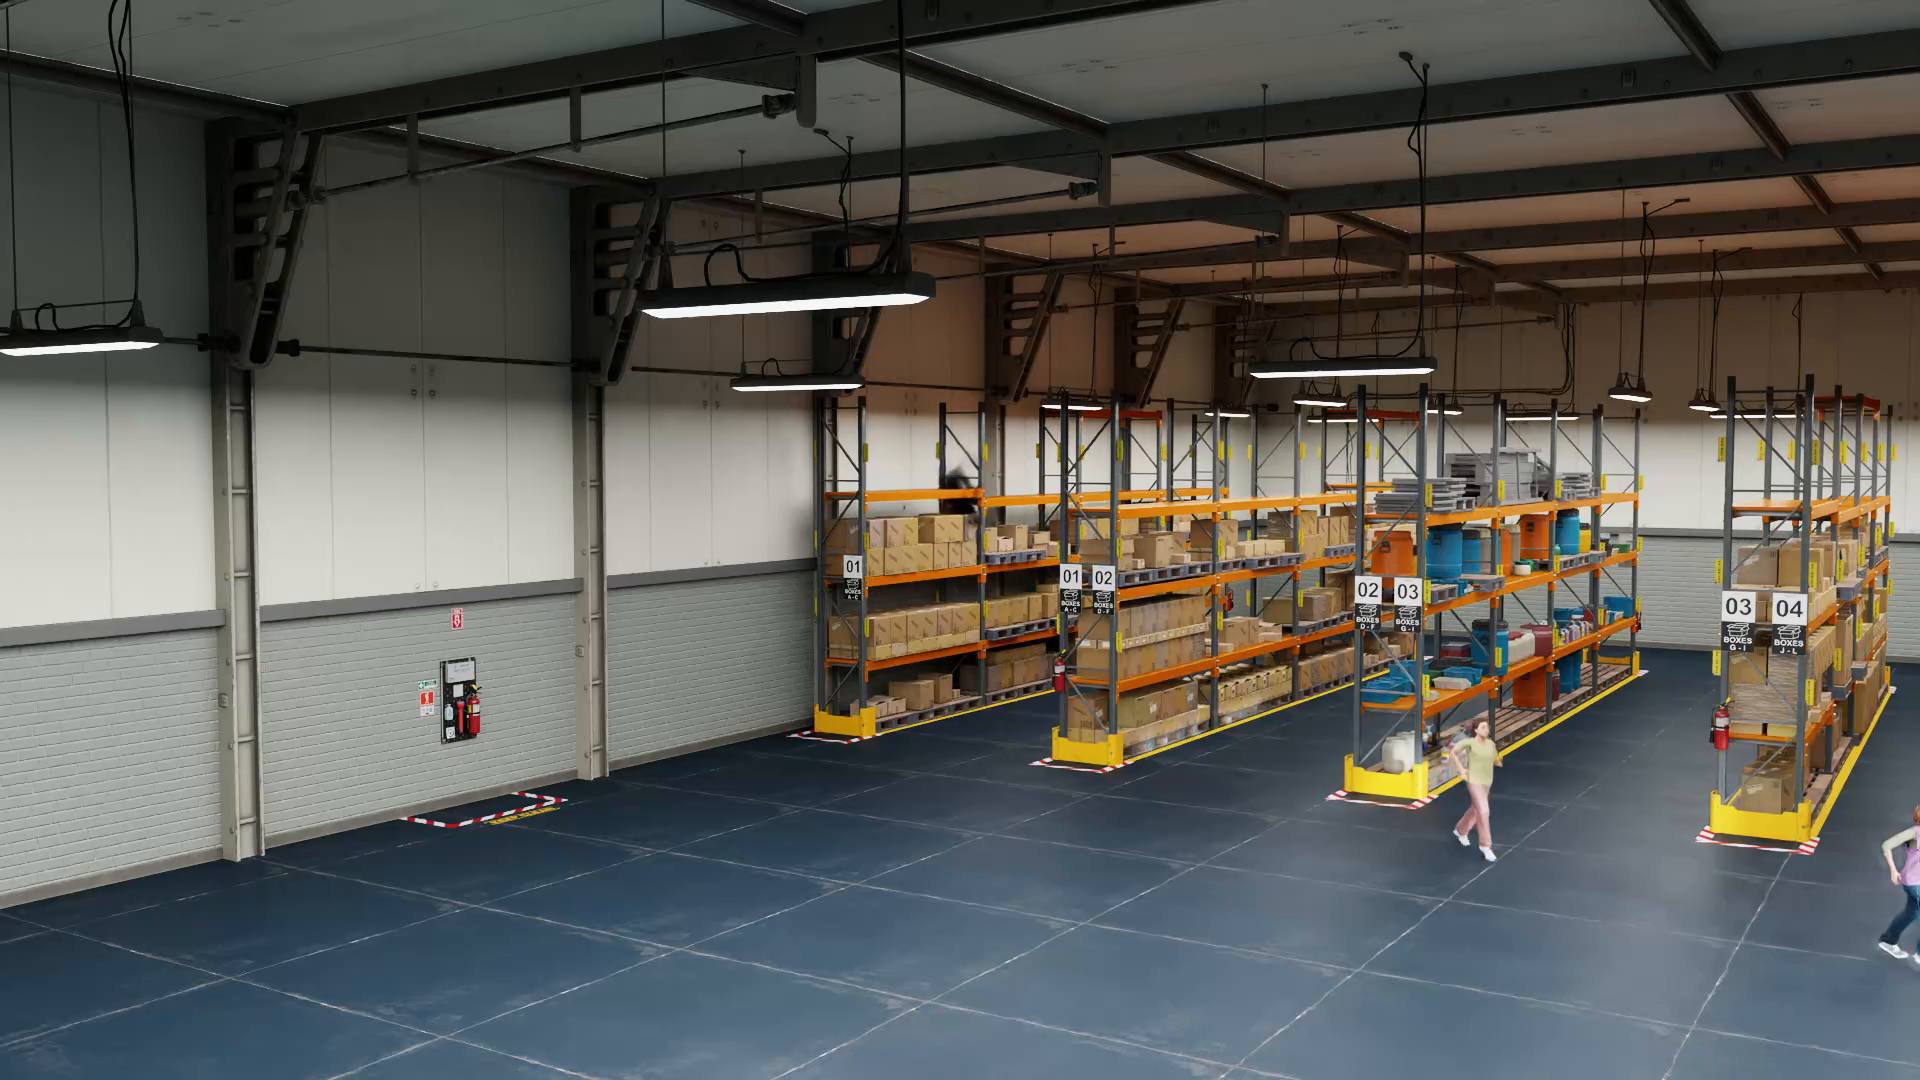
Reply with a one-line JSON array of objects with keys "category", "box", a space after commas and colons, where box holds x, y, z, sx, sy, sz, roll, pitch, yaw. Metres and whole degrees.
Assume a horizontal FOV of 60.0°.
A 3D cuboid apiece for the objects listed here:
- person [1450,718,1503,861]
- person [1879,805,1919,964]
[{"category": "person", "box": [6.472, 3.070, 20.758, 0.566, 1.720, 0.836, -1, 3, -25]}, {"category": "person", "box": [9.260, 3.356, 16.063, 0.488, 1.638, 0.783, -2, 3, -30]}]
